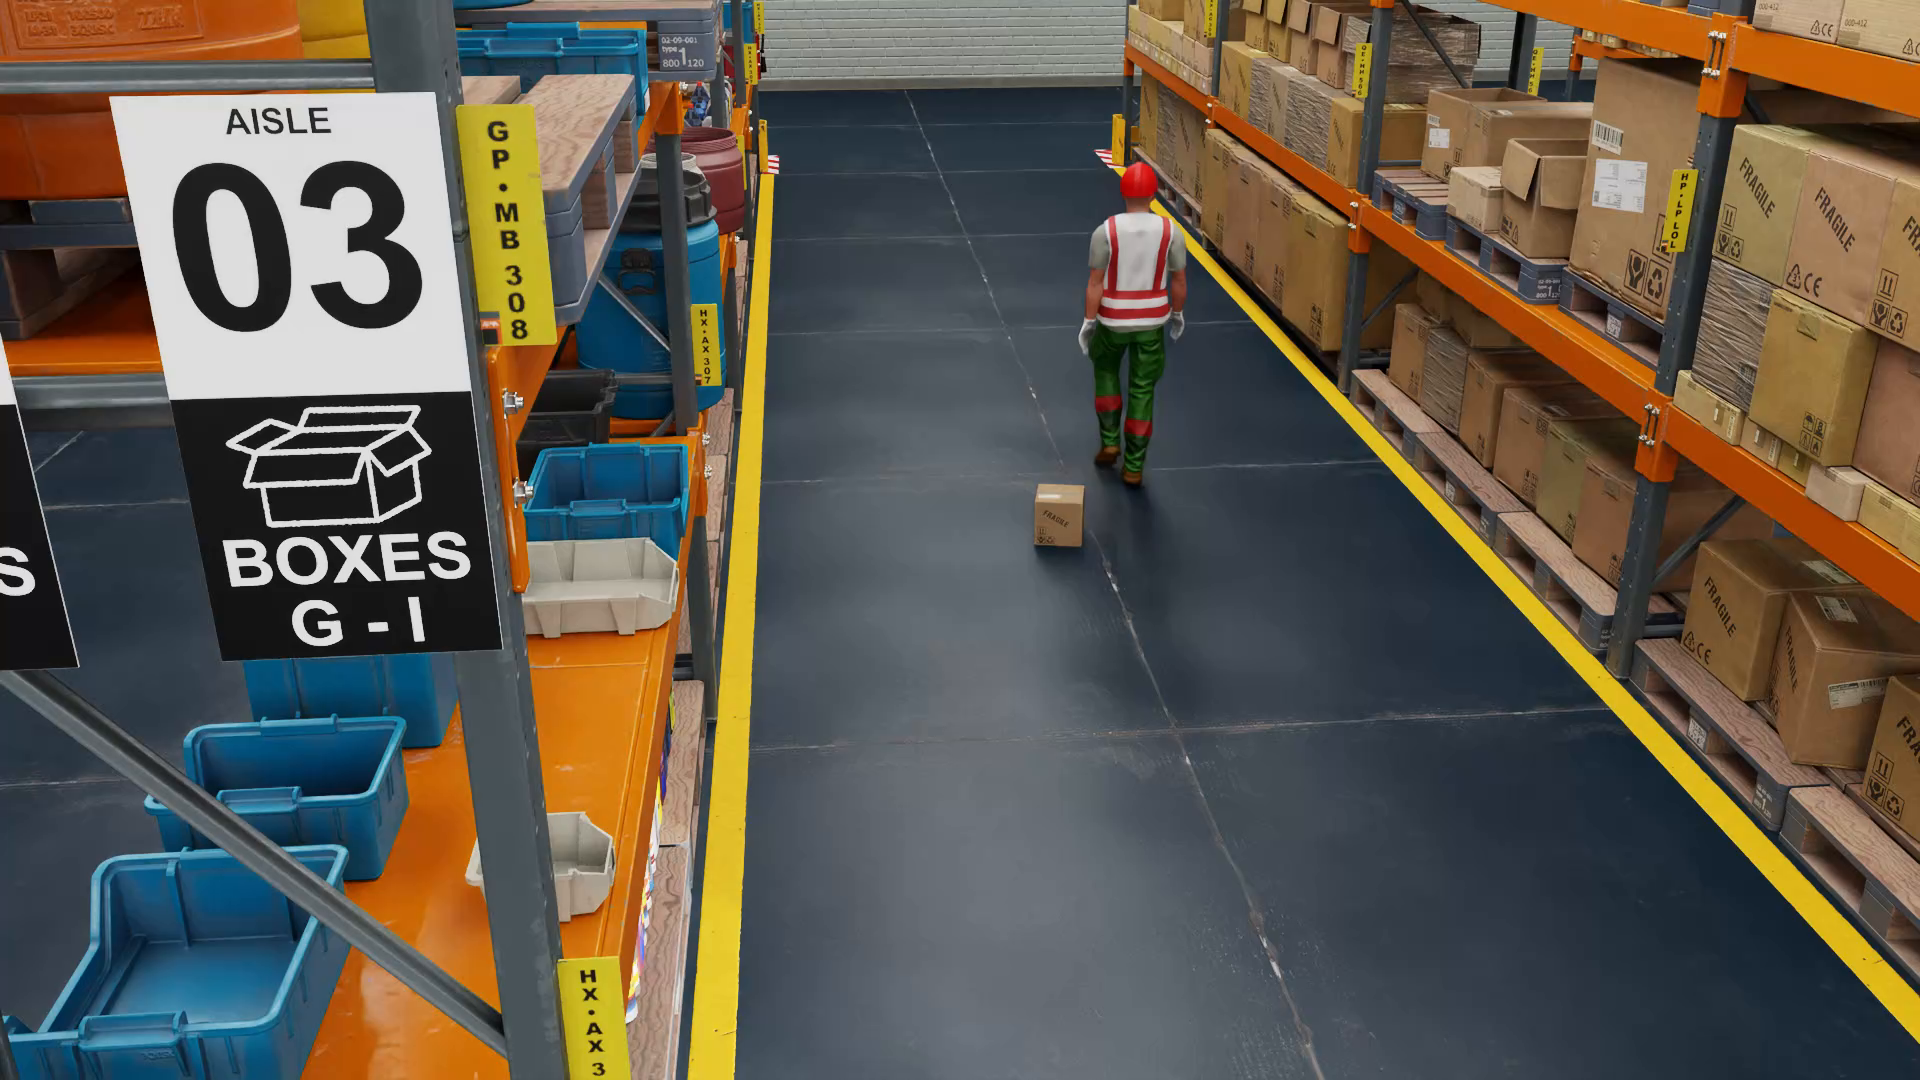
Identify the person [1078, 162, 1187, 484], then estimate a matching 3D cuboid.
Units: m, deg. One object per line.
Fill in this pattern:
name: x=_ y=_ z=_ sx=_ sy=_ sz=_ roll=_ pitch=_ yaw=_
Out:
person: x=0.965 y=-1.204 z=9.332 sx=0.598 sy=1.835 sz=0.537 roll=1 pitch=24 yaw=3
